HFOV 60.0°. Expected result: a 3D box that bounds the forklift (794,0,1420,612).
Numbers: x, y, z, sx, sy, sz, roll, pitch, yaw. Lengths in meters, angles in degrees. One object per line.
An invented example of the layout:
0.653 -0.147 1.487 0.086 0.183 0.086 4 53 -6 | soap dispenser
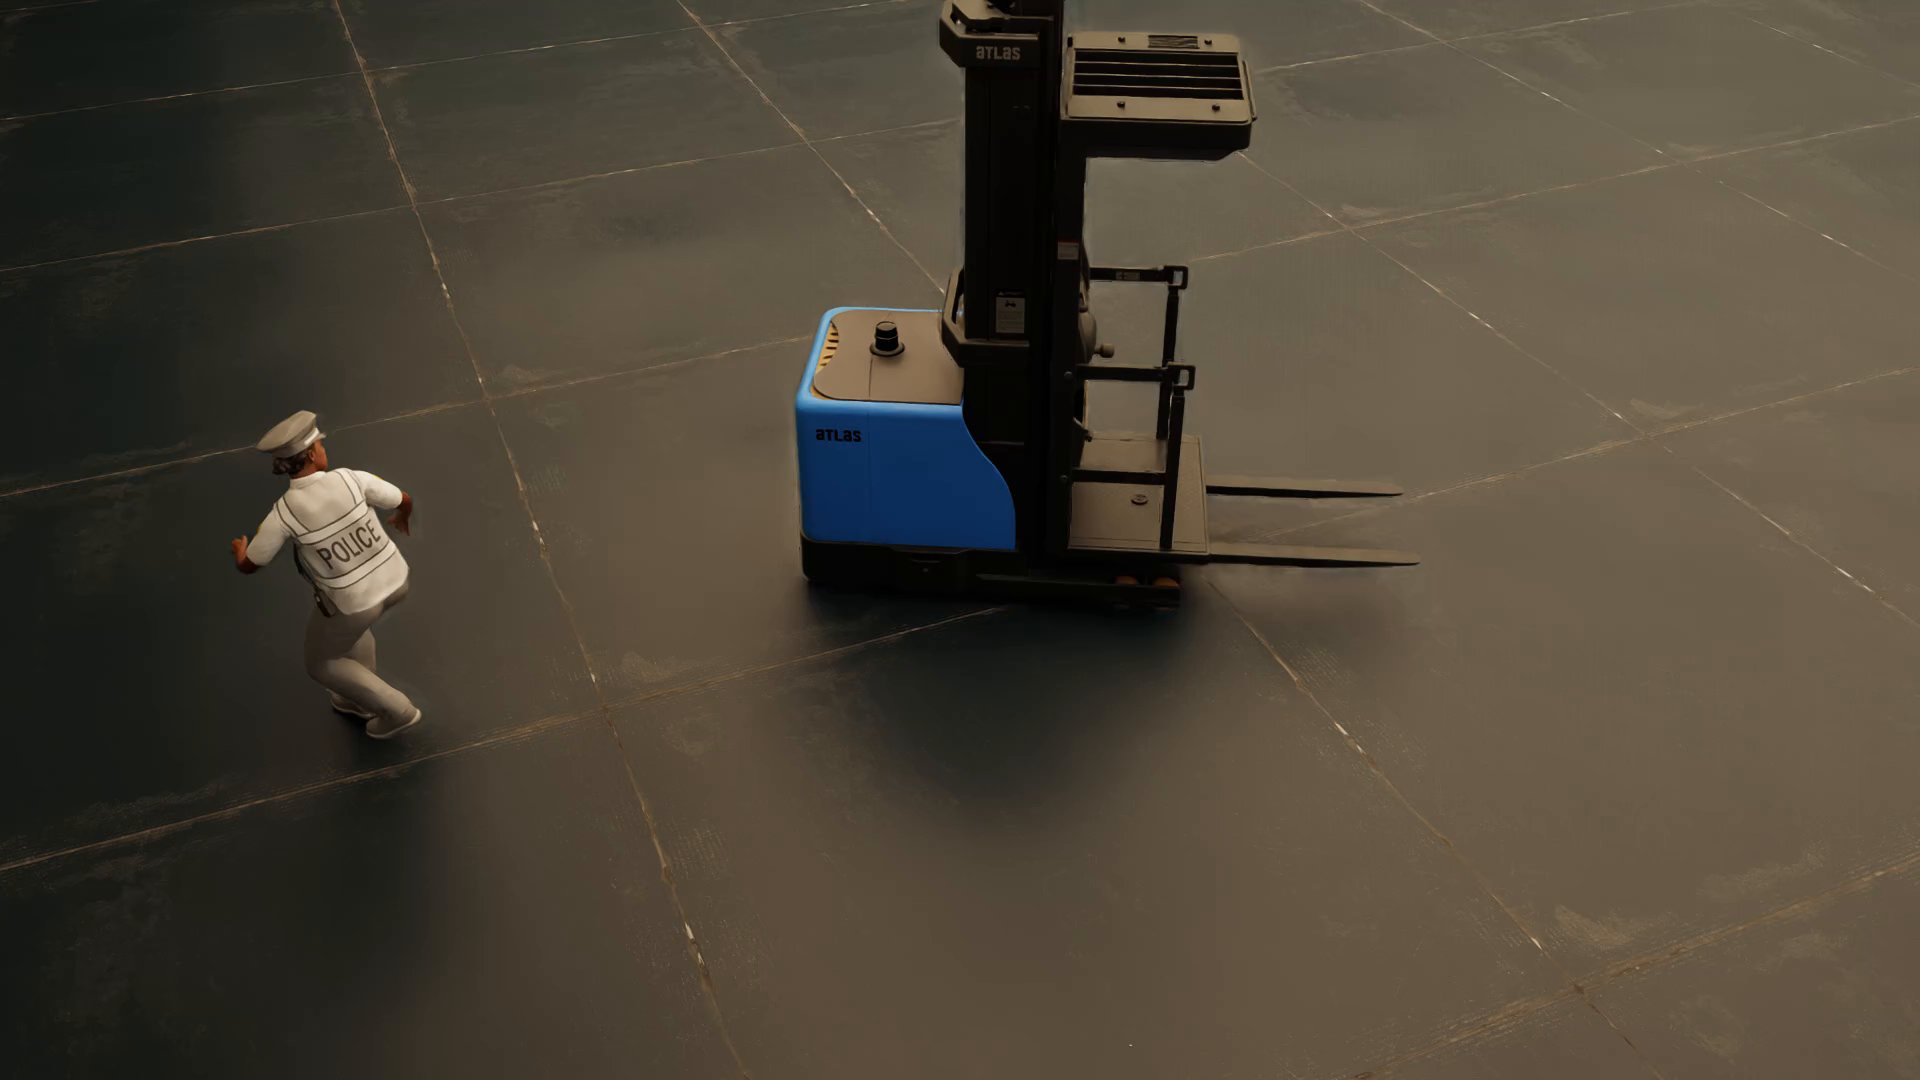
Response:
0.758 -1.166 7.738 3.031 2.935 1.130 3 36 4 | forklift

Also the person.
-2.664 0.125 7.112 0.770 1.558 0.777 20 40 26 | person
